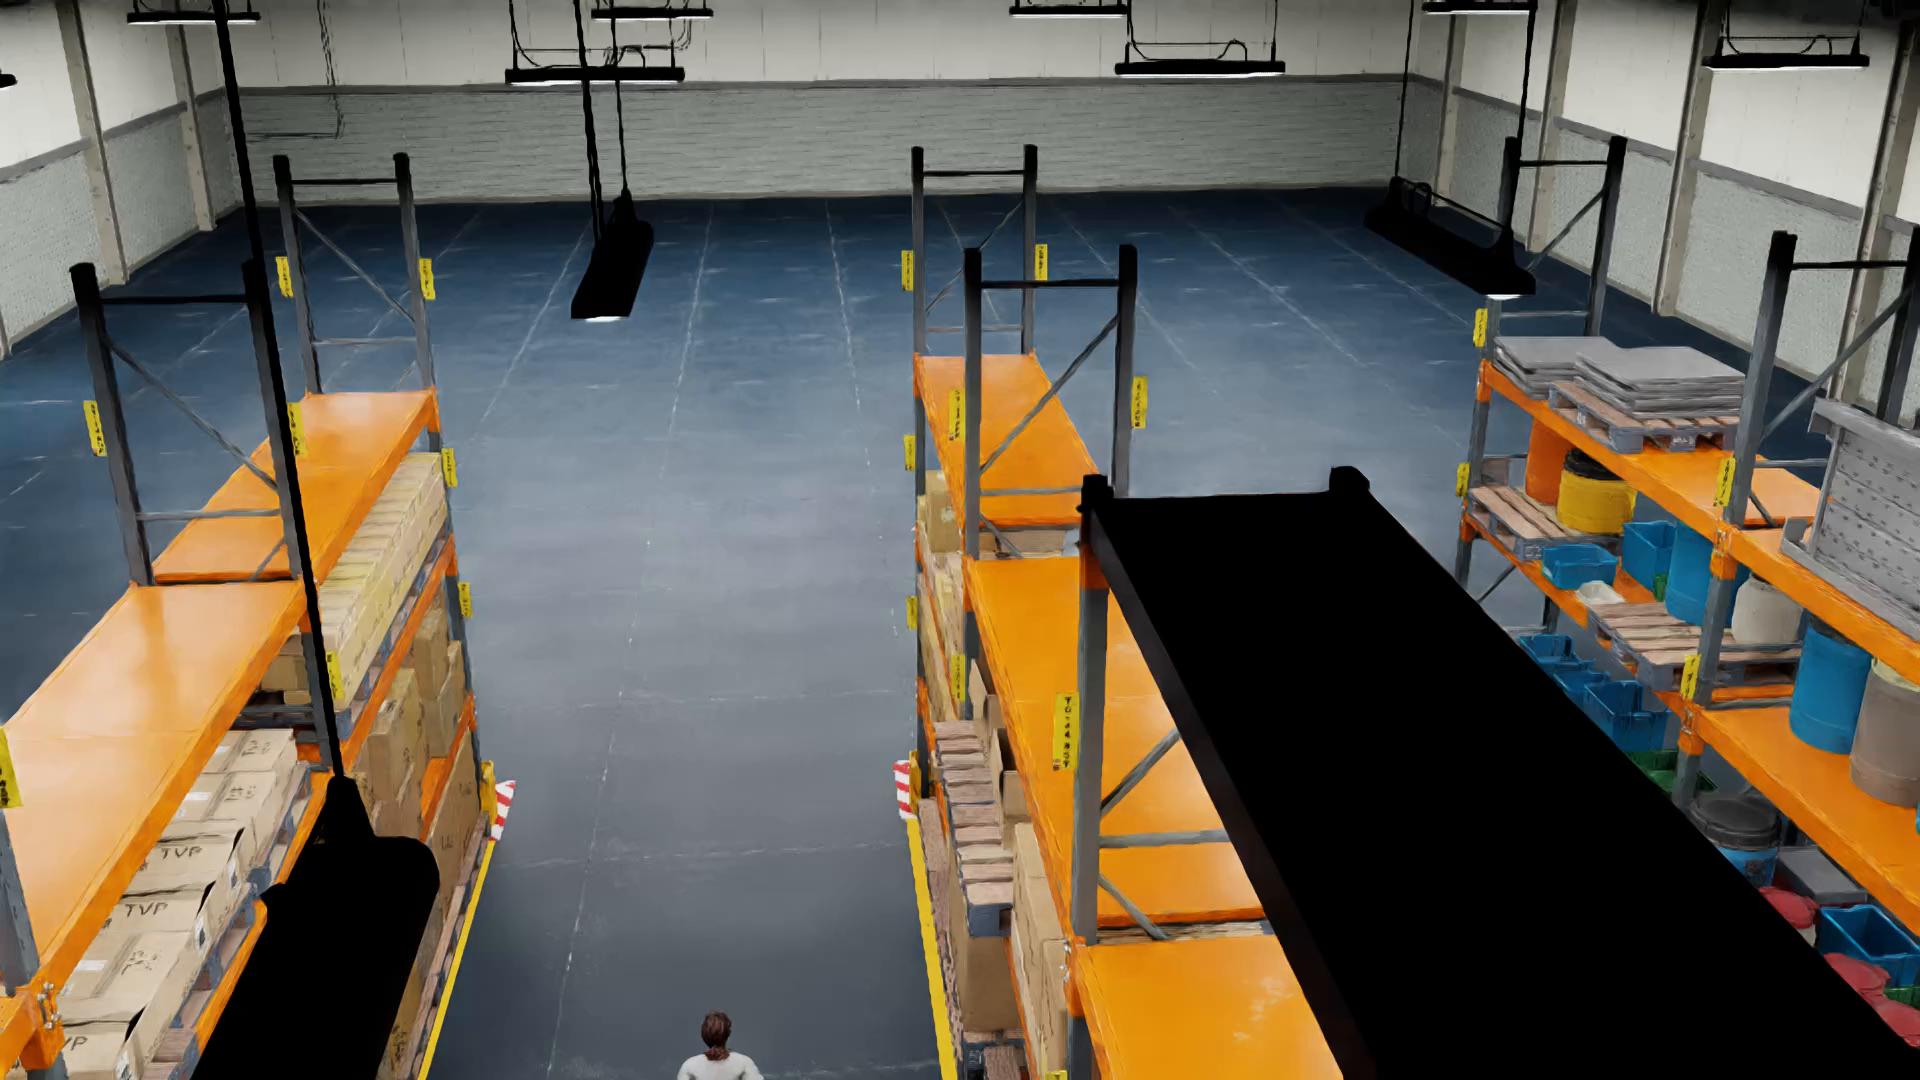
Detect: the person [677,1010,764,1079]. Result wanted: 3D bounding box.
[{"bbox_3d":[-1.456,3.662,10.215,0.580,1.618,0.507,-3,22,-7],"label":"person"}]
